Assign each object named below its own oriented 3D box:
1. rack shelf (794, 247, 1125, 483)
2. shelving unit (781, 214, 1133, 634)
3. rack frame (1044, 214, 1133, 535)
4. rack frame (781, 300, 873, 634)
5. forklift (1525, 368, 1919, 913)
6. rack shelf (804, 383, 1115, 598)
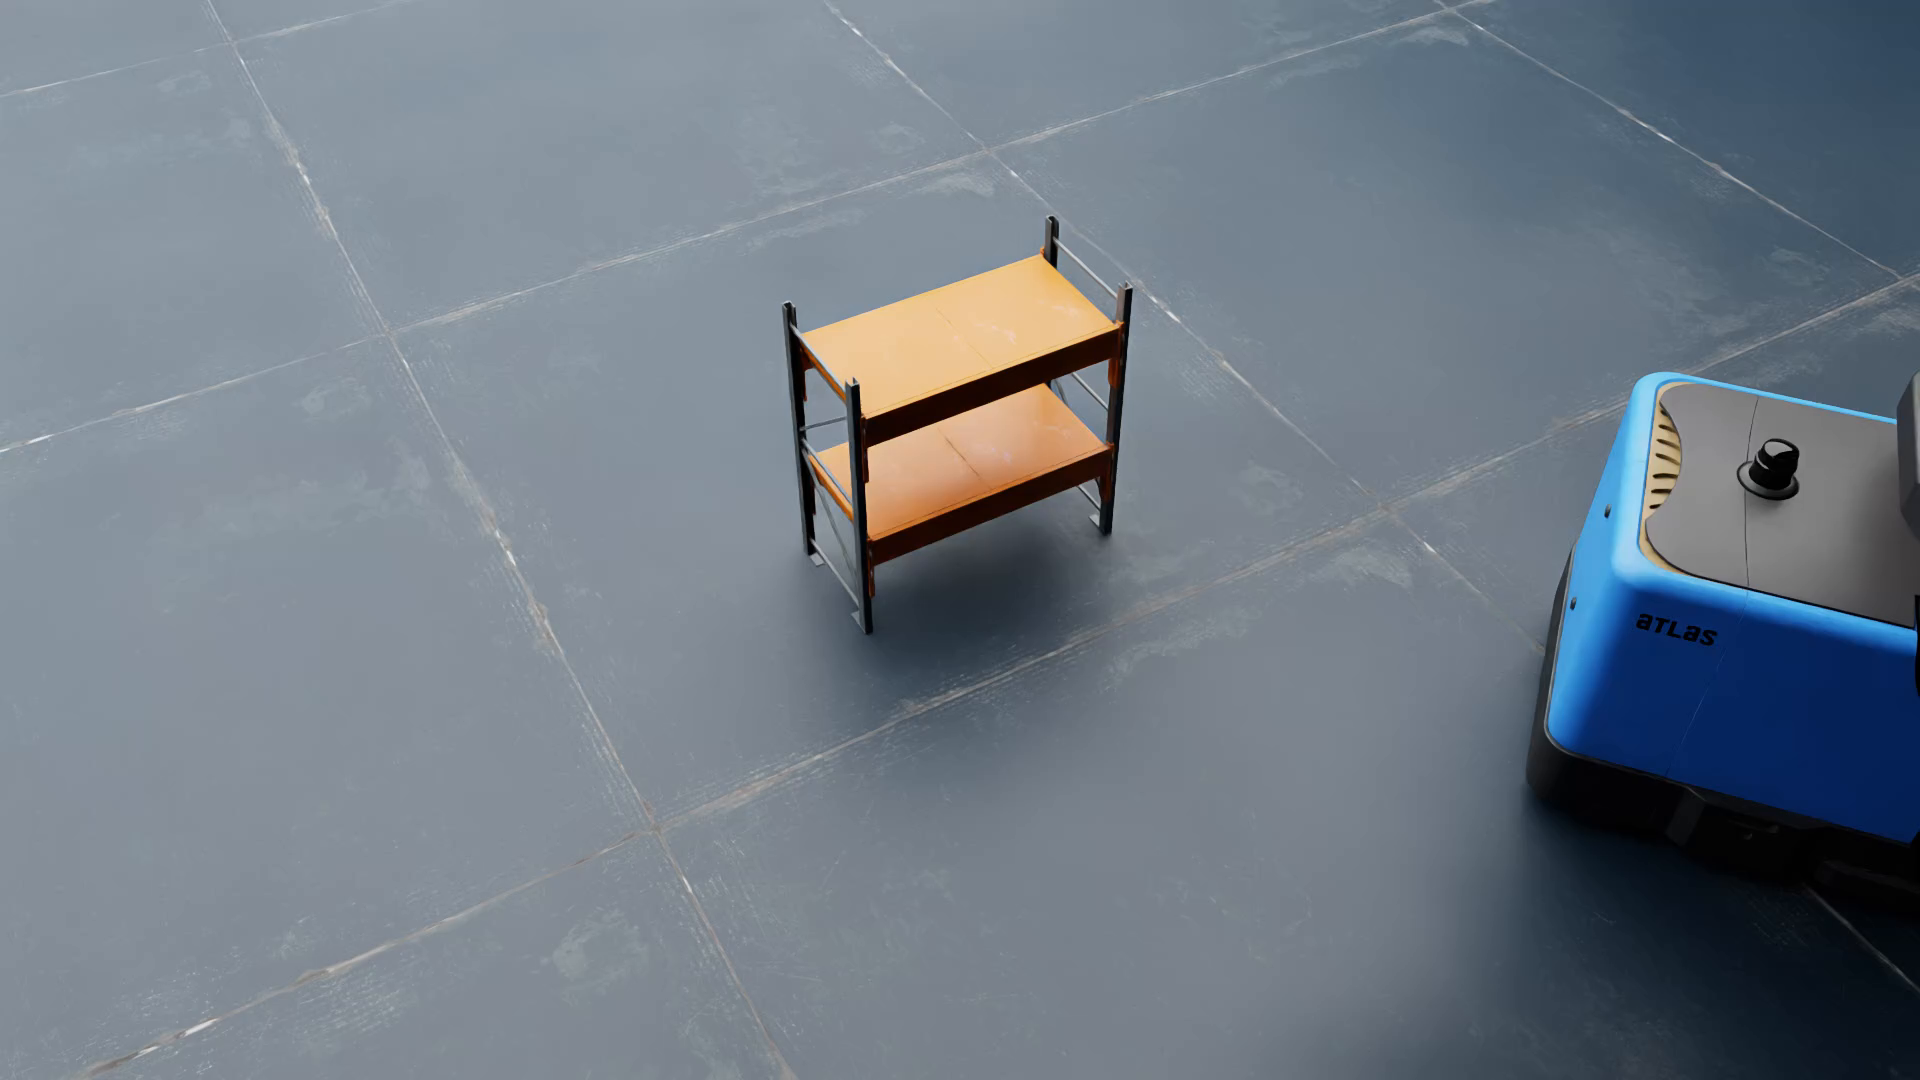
[{"bbox_3d":[-0.006,-0.611,5.652,1.000,0.278,0.538,-22,48,-21],"label":"rack shelf"},{"bbox_3d":[-0.006,-0.401,5.856,1.048,1.125,0.538,-22,48,-21],"label":"shelving unit"},{"bbox_3d":[0.435,-0.578,6.038,0.032,1.125,0.500,-22,48,-21],"label":"rack frame"},{"bbox_3d":[-0.447,-0.225,5.674,0.032,1.125,0.500,-22,48,-21],"label":"rack frame"},{"bbox_3d":[3.395,-0.156,4.306,3.031,2.935,1.130,15,46,15],"label":"forklift"},{"bbox_3d":[-0.006,-0.226,6.026,1.000,0.278,0.538,-22,48,-21],"label":"rack shelf"}]
